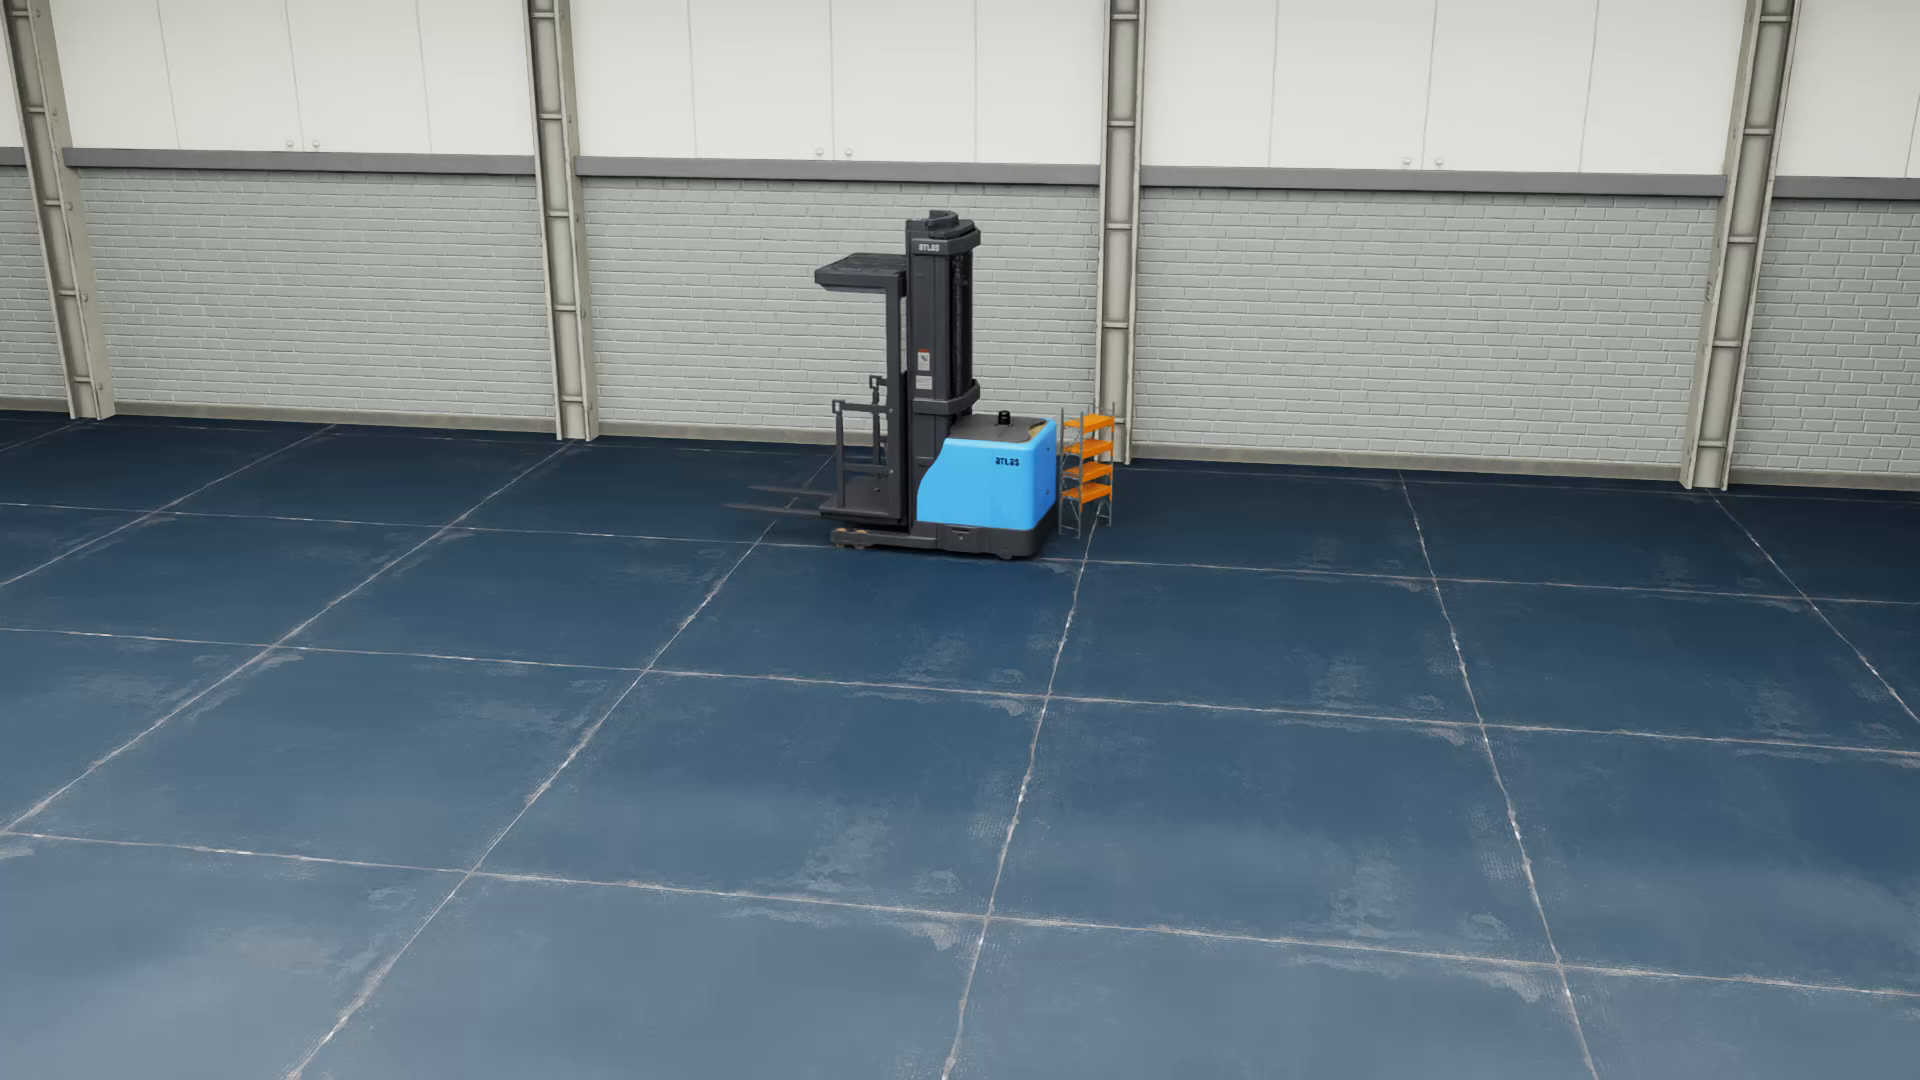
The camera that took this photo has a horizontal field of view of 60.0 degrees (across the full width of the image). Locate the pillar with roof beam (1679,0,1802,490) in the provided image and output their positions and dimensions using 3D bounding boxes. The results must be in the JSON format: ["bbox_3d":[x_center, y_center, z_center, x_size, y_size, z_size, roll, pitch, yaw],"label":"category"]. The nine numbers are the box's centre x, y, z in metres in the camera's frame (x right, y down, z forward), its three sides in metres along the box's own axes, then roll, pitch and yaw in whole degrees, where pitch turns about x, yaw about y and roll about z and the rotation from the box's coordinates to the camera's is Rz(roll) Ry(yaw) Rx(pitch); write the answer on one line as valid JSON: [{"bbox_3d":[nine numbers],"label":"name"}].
[{"bbox_3d":[6.871,-3.476,11.456,0.400,9.000,9.100,3,19,9],"label":"pillar with roof beam"}]

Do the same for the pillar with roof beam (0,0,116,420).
[{"bbox_3d":[-10.901,-4.382,14.163,0.400,9.000,9.100,3,19,9],"label":"pillar with roof beam"}]

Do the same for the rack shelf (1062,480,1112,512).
[{"bbox_3d":[1.168,-0.409,15.418,0.258,0.148,0.480,15,24,38],"label":"rack shelf"}]

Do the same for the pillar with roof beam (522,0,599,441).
[{"bbox_3d":[-4.977,-4.080,13.261,0.400,9.000,9.100,3,19,9],"label":"pillar with roof beam"}]

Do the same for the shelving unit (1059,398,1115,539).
[{"bbox_3d":[1.168,-0.661,15.334,0.258,1.200,0.503,15,24,38],"label":"shelving unit"}]

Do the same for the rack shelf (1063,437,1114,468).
[{"bbox_3d":[1.168,-0.809,15.284,0.258,0.148,0.480,15,24,38],"label":"rack shelf"}]

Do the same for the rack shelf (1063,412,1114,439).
[{"bbox_3d":[1.168,-1.034,15.209,0.258,0.148,0.480,15,24,38],"label":"rack shelf"}]

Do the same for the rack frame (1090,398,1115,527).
[{"bbox_3d":[1.326,-0.720,15.510,0.240,1.200,0.015,15,24,38],"label":"rack frame"}]

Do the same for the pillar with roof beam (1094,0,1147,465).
[{"bbox_3d":[0.947,-3.778,12.358,0.400,9.000,9.100,3,19,9],"label":"pillar with roof beam"}]

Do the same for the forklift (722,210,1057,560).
[{"bbox_3d":[-0.676,-1.465,15.010,3.031,2.935,1.130,5,19,16],"label":"forklift"}]

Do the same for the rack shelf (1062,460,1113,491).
[{"bbox_3d":[1.168,-0.597,15.355,0.258,0.148,0.480,15,24,38],"label":"rack shelf"}]

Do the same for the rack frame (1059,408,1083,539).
[{"bbox_3d":[1.010,-0.602,15.158,0.240,1.200,0.015,15,24,38],"label":"rack frame"}]
